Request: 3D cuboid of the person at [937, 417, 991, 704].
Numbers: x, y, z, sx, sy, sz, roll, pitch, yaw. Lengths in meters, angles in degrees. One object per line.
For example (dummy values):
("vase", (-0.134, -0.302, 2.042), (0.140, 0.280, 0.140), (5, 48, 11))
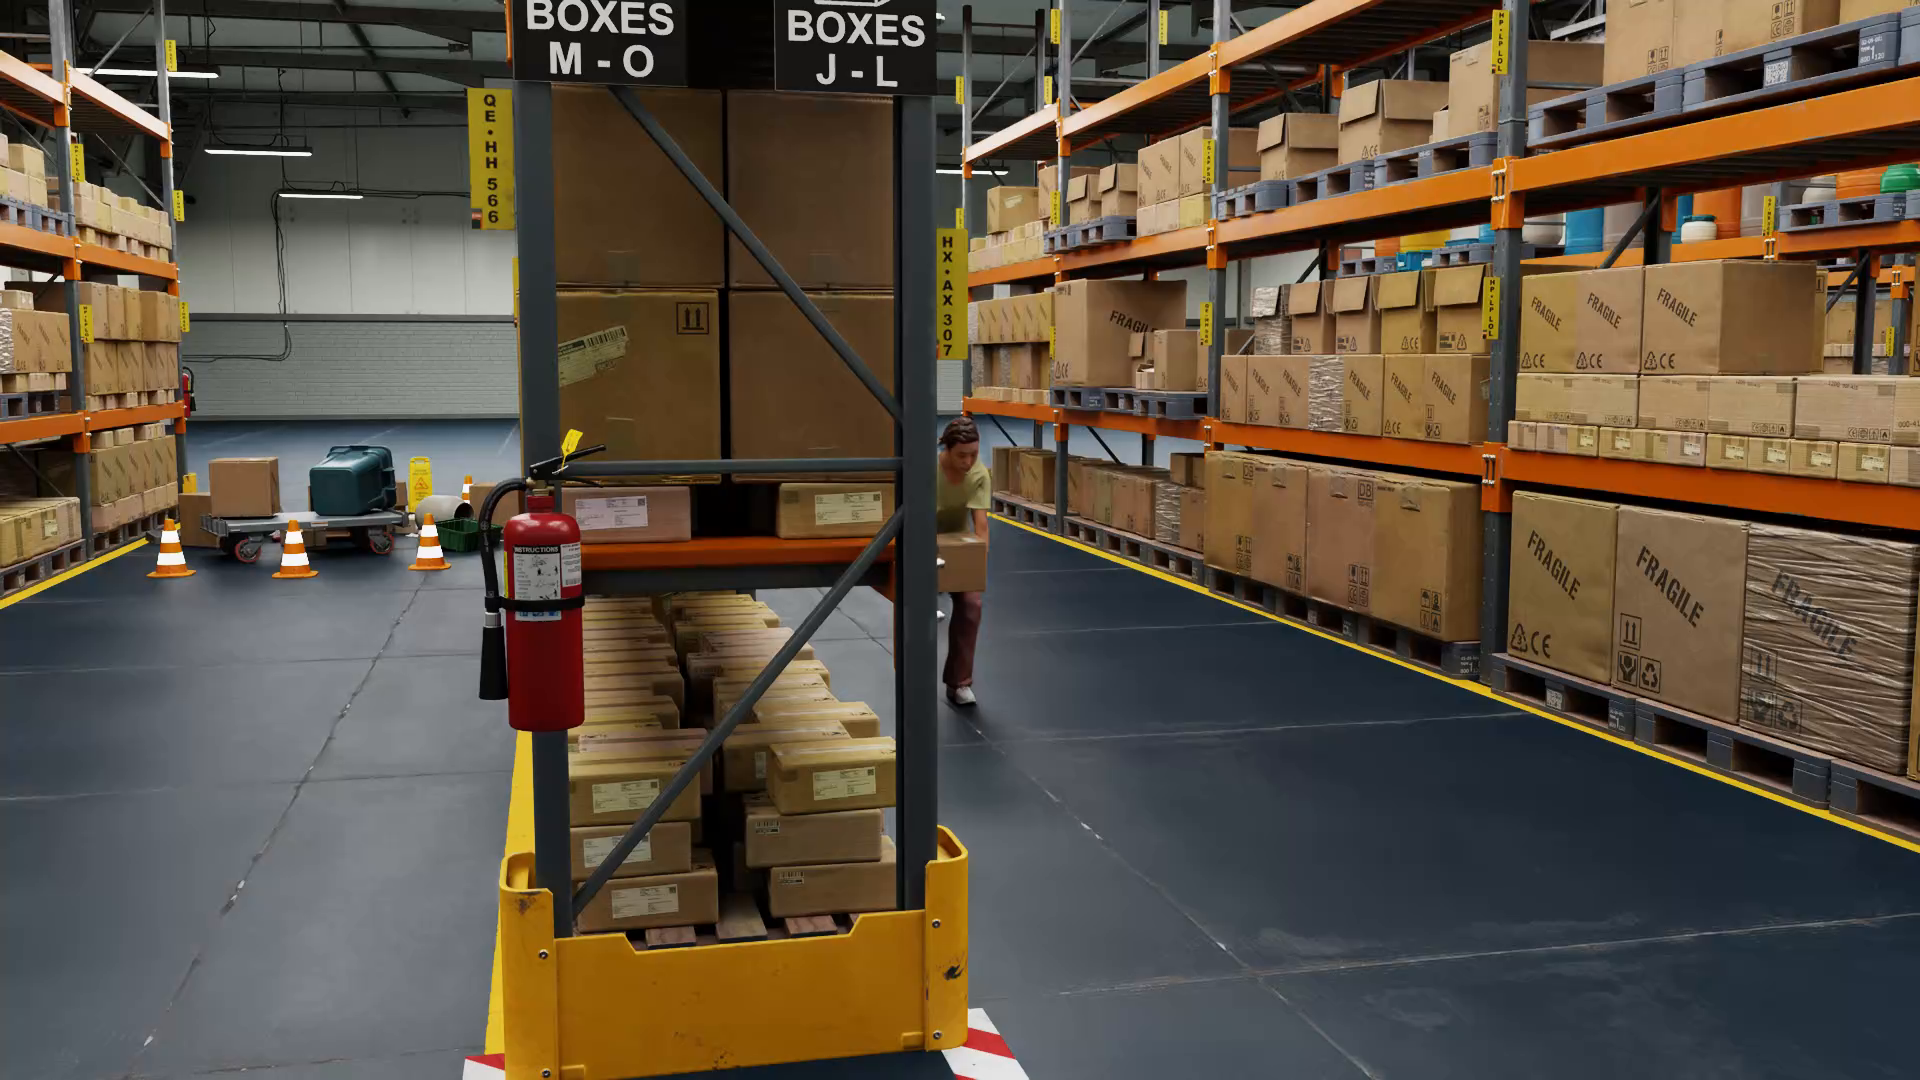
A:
("person", (-0.059, 0.111, 8.503), (0.414, 1.490, 0.684), (-2, 6, -15))
